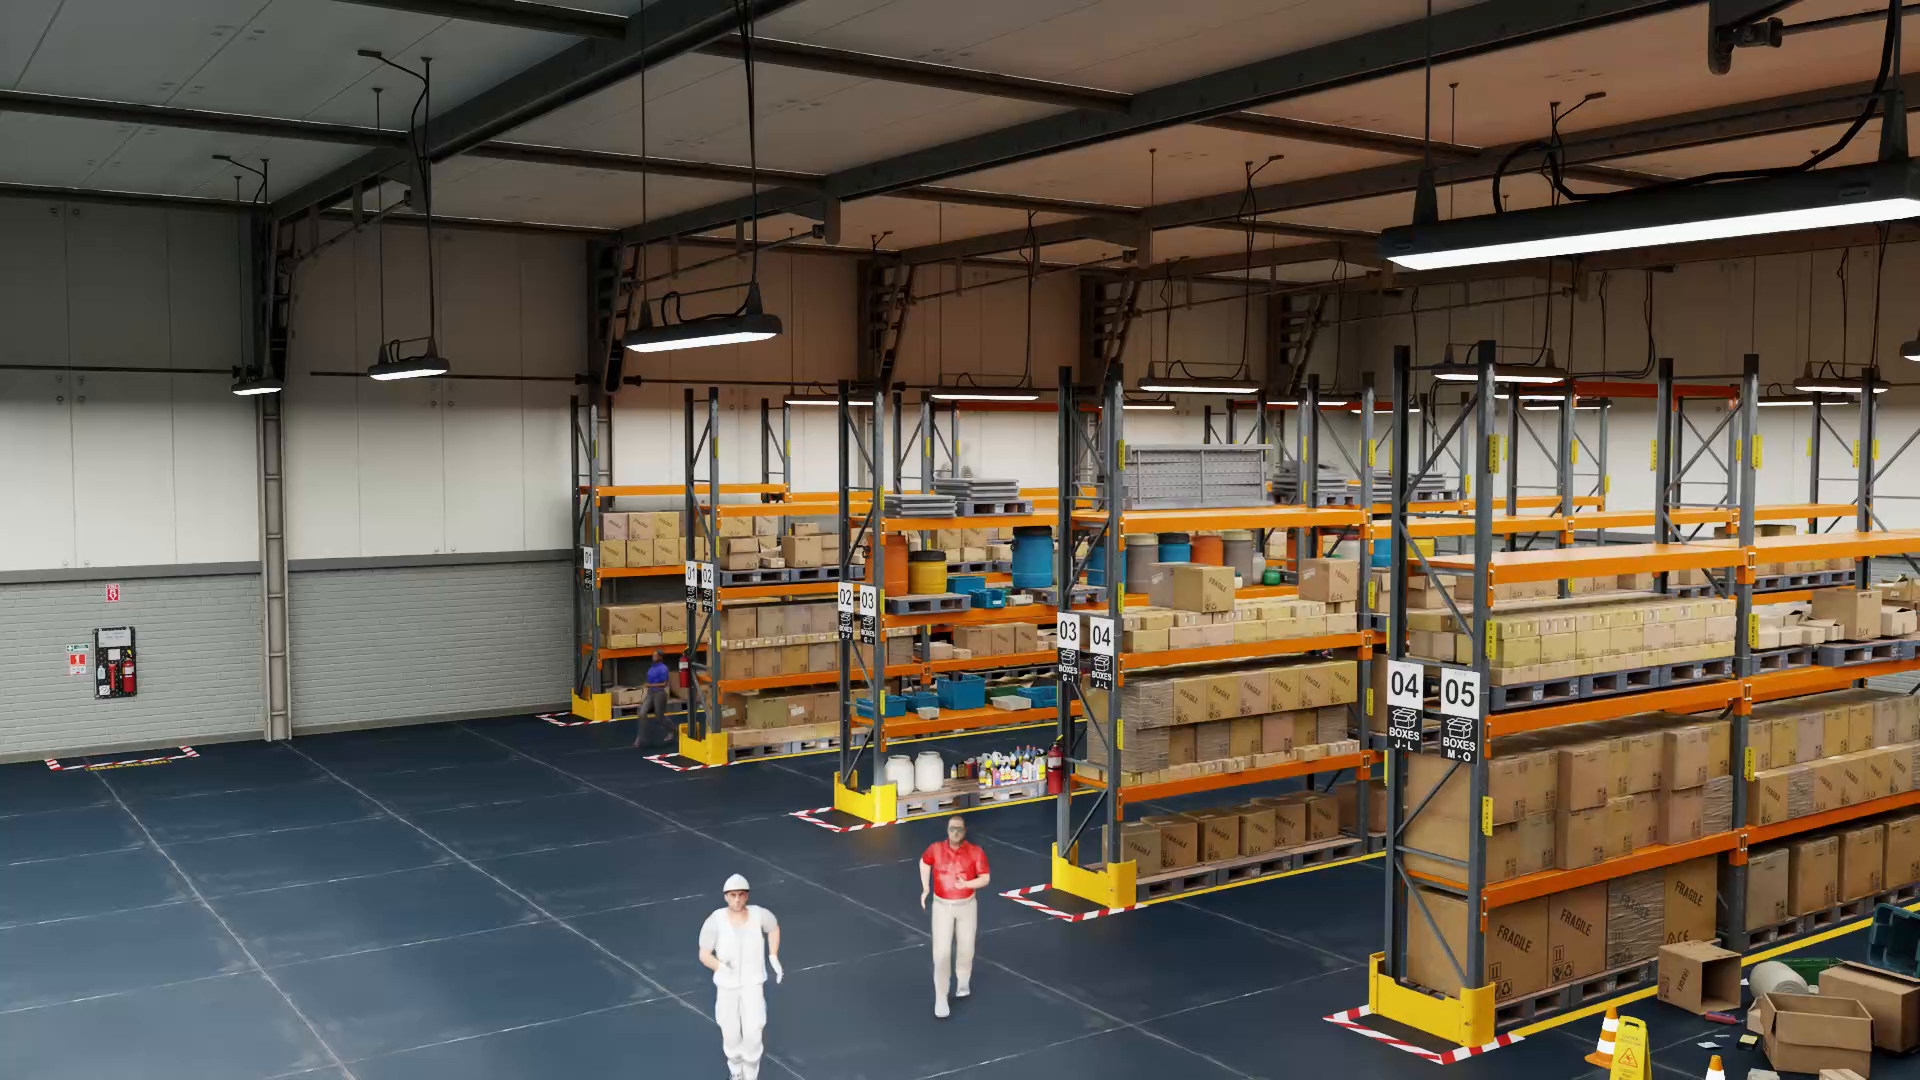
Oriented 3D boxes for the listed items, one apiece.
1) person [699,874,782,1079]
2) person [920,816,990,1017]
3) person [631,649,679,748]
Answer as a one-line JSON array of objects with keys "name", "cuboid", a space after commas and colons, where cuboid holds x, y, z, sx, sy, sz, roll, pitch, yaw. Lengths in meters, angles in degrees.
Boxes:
[{"name": "person", "cuboid": [-1.706, 3.492, 12.962, 0.643, 1.796, 0.805, 0, 3, -6]}, {"name": "person", "cuboid": [-0.047, 3.404, 15.118, 0.633, 1.802, 0.776, 0, 3, -1]}, {"name": "person", "cuboid": [-5.097, 2.670, 28.097, 0.860, 1.665, 0.593, -3, 5, -43]}]
